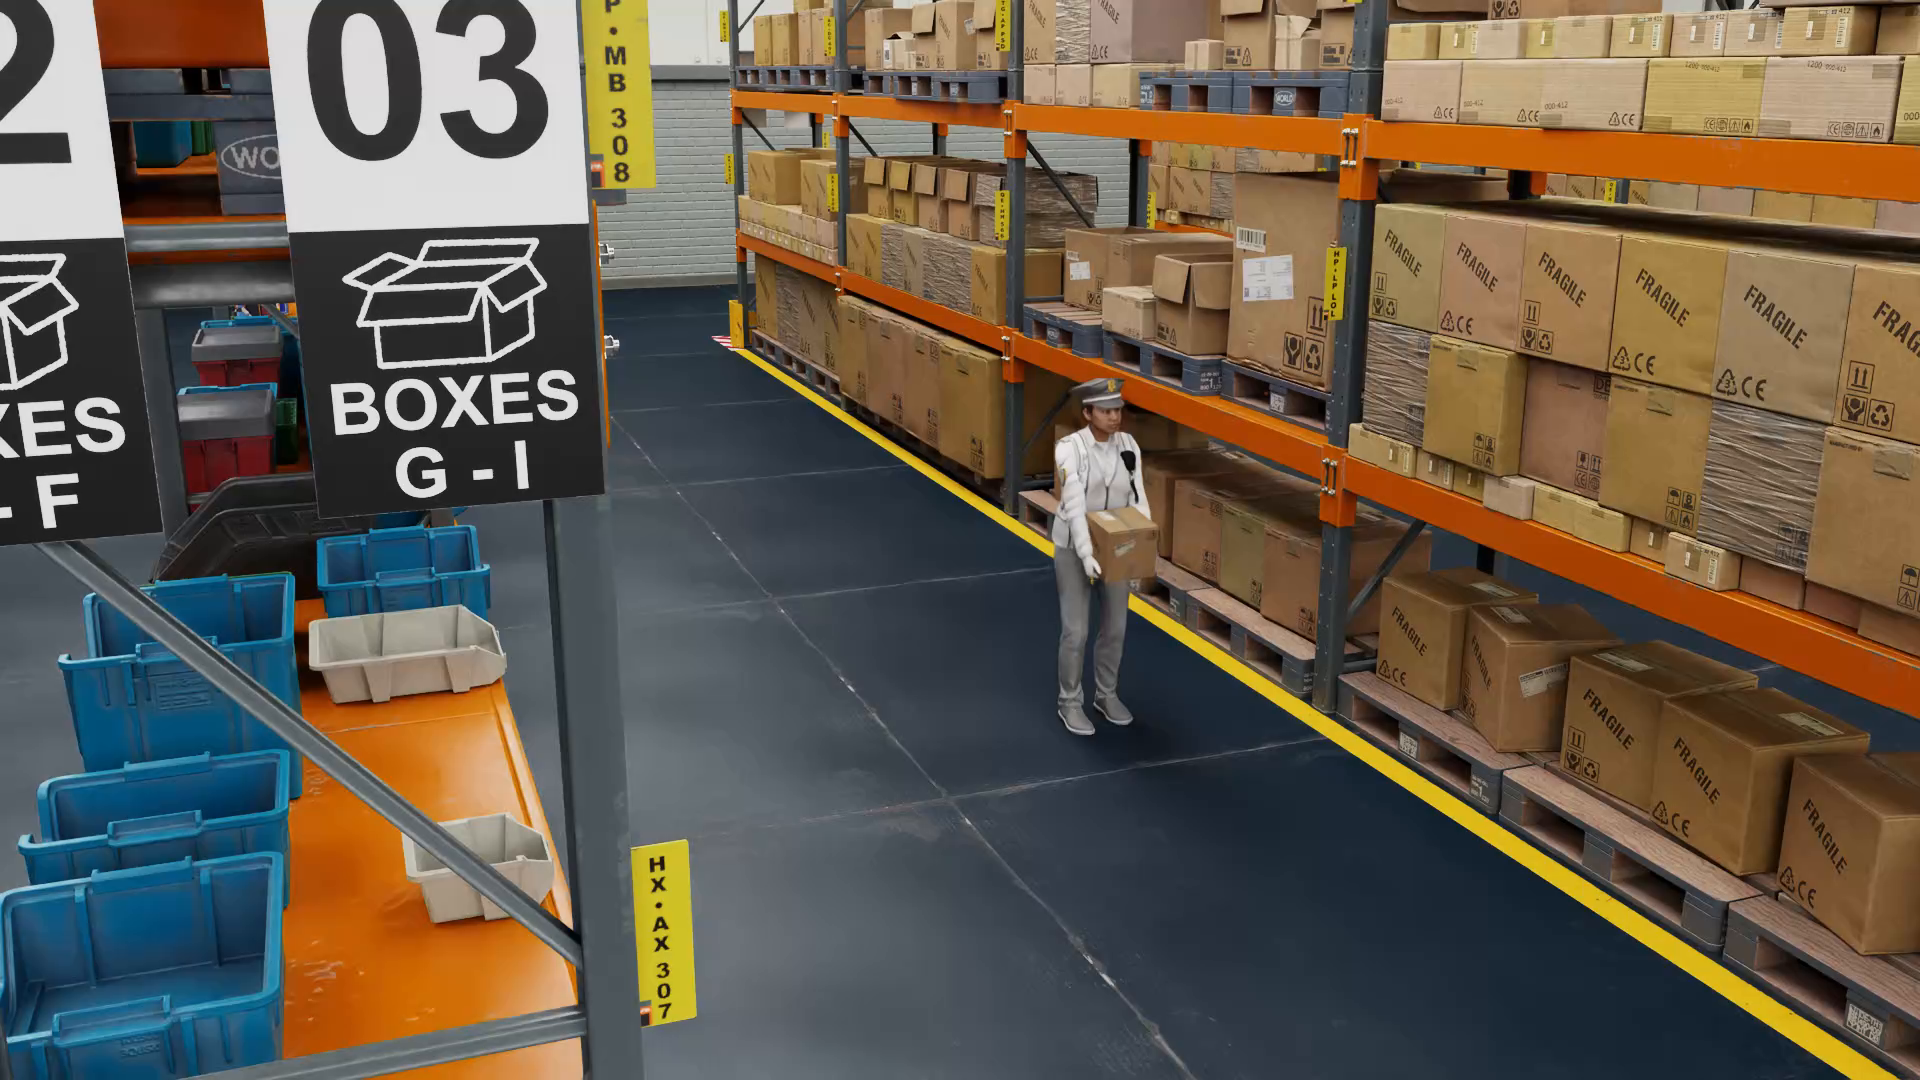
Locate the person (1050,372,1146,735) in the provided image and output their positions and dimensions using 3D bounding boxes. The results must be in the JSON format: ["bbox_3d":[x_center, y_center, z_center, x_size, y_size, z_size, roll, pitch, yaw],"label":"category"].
[{"bbox_3d":[0.648,0.065,7.757,0.459,1.687,0.554,-6,17,-19],"label":"person"}]
